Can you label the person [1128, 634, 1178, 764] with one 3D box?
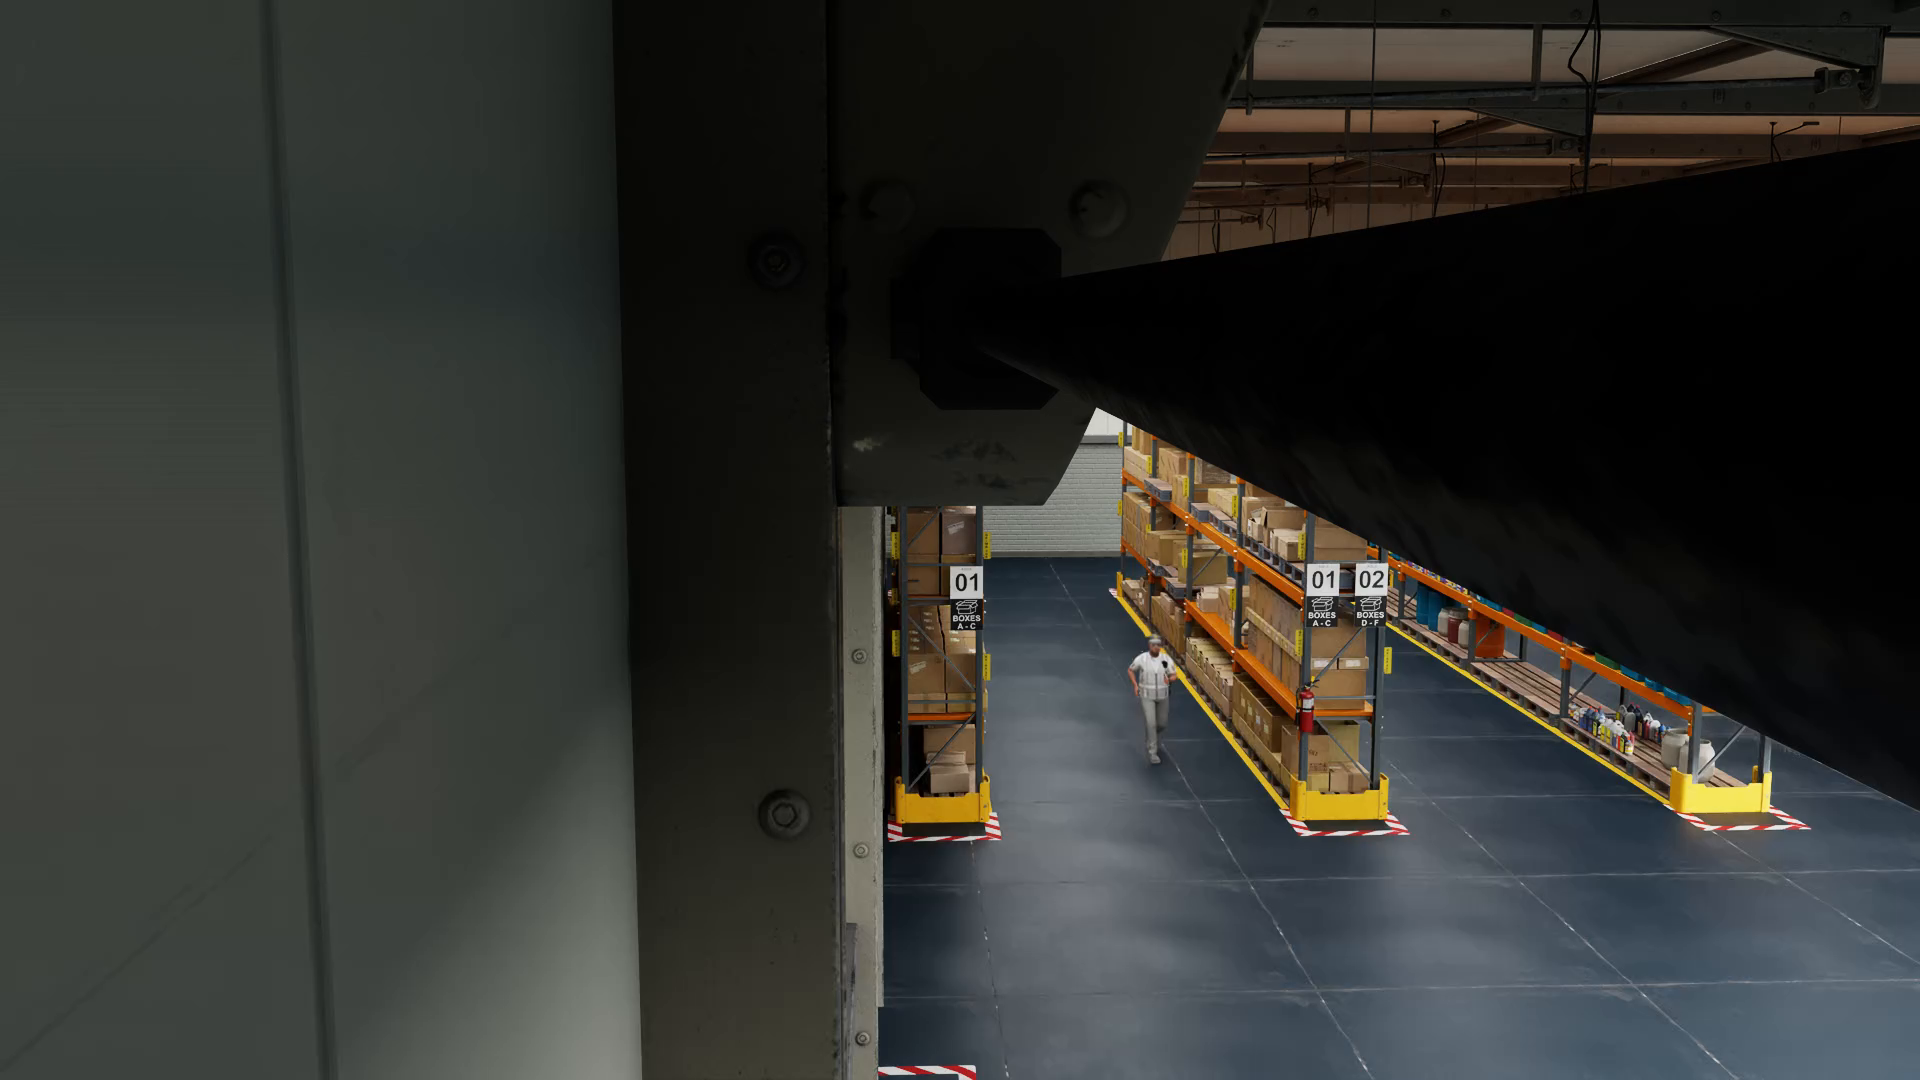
[{"bbox_3d":[2.721,2.184,23.340,0.673,1.744,0.923,-1,8,-7],"label":"person"}]
